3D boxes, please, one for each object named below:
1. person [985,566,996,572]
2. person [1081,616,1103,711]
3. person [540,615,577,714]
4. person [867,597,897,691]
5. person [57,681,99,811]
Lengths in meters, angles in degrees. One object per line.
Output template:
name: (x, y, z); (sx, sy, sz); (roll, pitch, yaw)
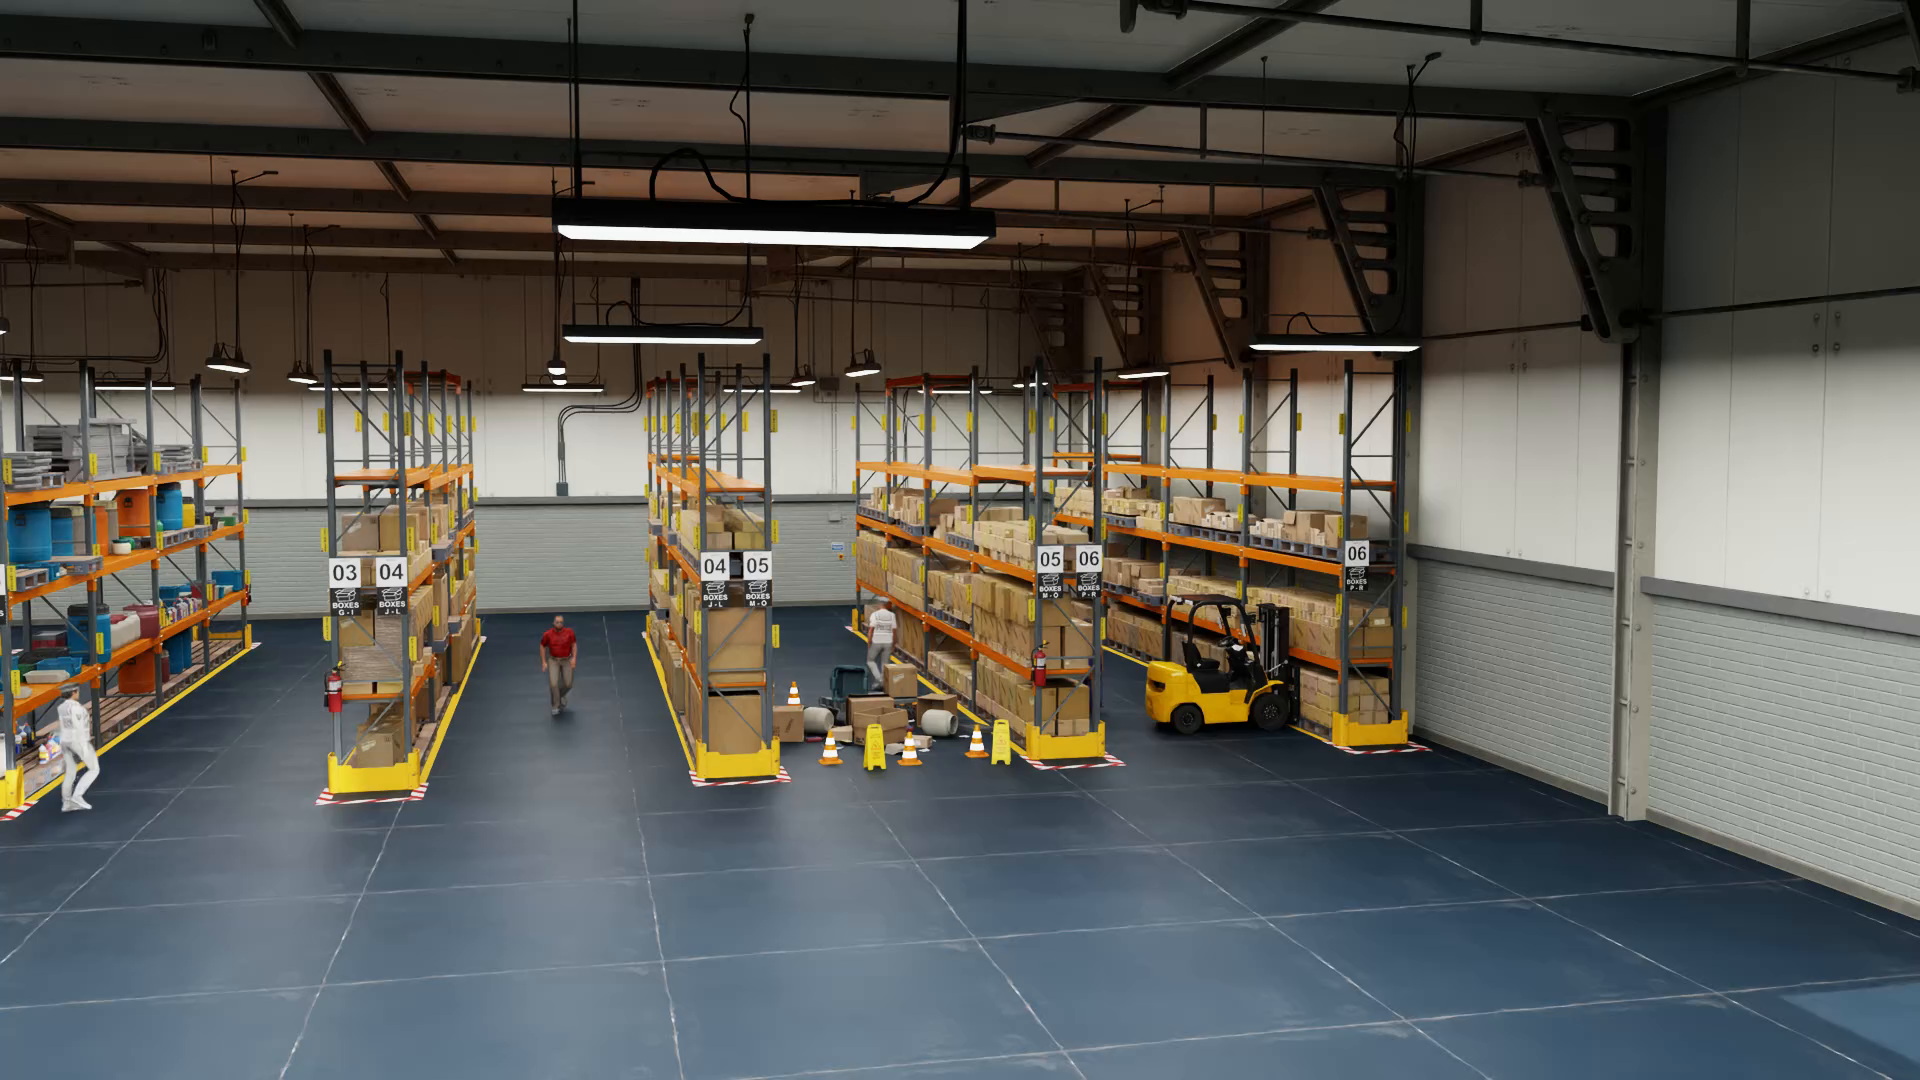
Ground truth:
person: (0.705, 1.266, 41.134); (0.686, 1.811, 0.641); (0, 4, -2)
person: (2.238, 2.177, 29.073); (0.510, 1.677, 0.523); (-1, 4, -8)
person: (-6.995, 2.145, 28.971); (0.624, 1.712, 0.617); (-1, 4, -20)
person: (-1.460, 1.949, 31.164); (0.579, 1.753, 0.472); (-1, 4, -19)
person: (-11.463, 2.669, 21.533); (0.589, 1.651, 0.447); (2, 4, 22)
